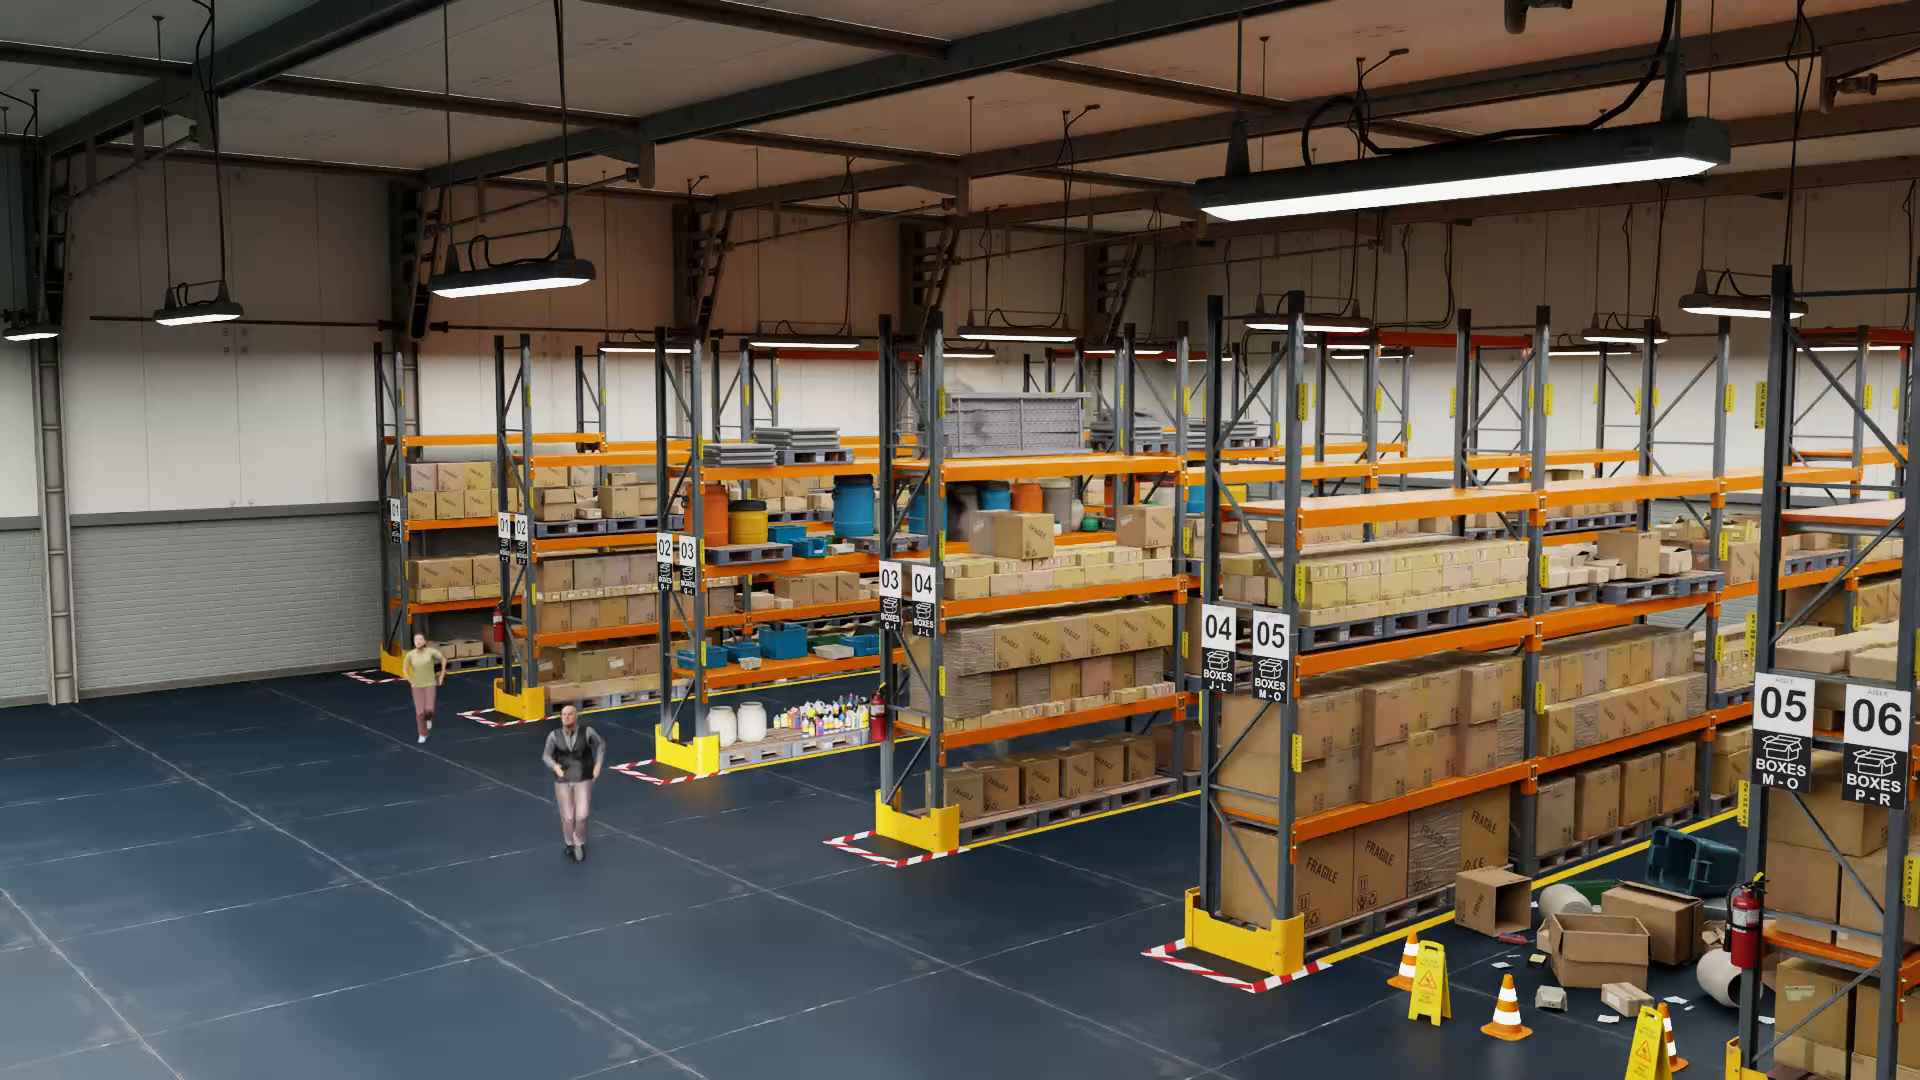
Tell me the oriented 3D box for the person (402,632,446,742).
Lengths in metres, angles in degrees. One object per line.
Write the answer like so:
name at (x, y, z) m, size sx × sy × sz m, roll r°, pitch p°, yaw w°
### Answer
person at (-7.834, 2.154, 24.313) m, size 0.610 × 1.626 × 0.601 m, roll -1°, pitch 5°, yaw -12°

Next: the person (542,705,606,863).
person at (-4.235, 2.702, 18.221) m, size 0.664 × 1.645 × 0.670 m, roll -1°, pitch 5°, yaw -6°

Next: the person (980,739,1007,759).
person at (0.474, 2.325, 22.237) m, size 0.608 × 1.643 × 0.540 m, roll 4°, pitch 7°, yaw 38°

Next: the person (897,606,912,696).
person at (-0.853, 1.722, 27.704) m, size 1.064 × 1.771 × 0.699 m, roll -5°, pitch 7°, yaw -42°
